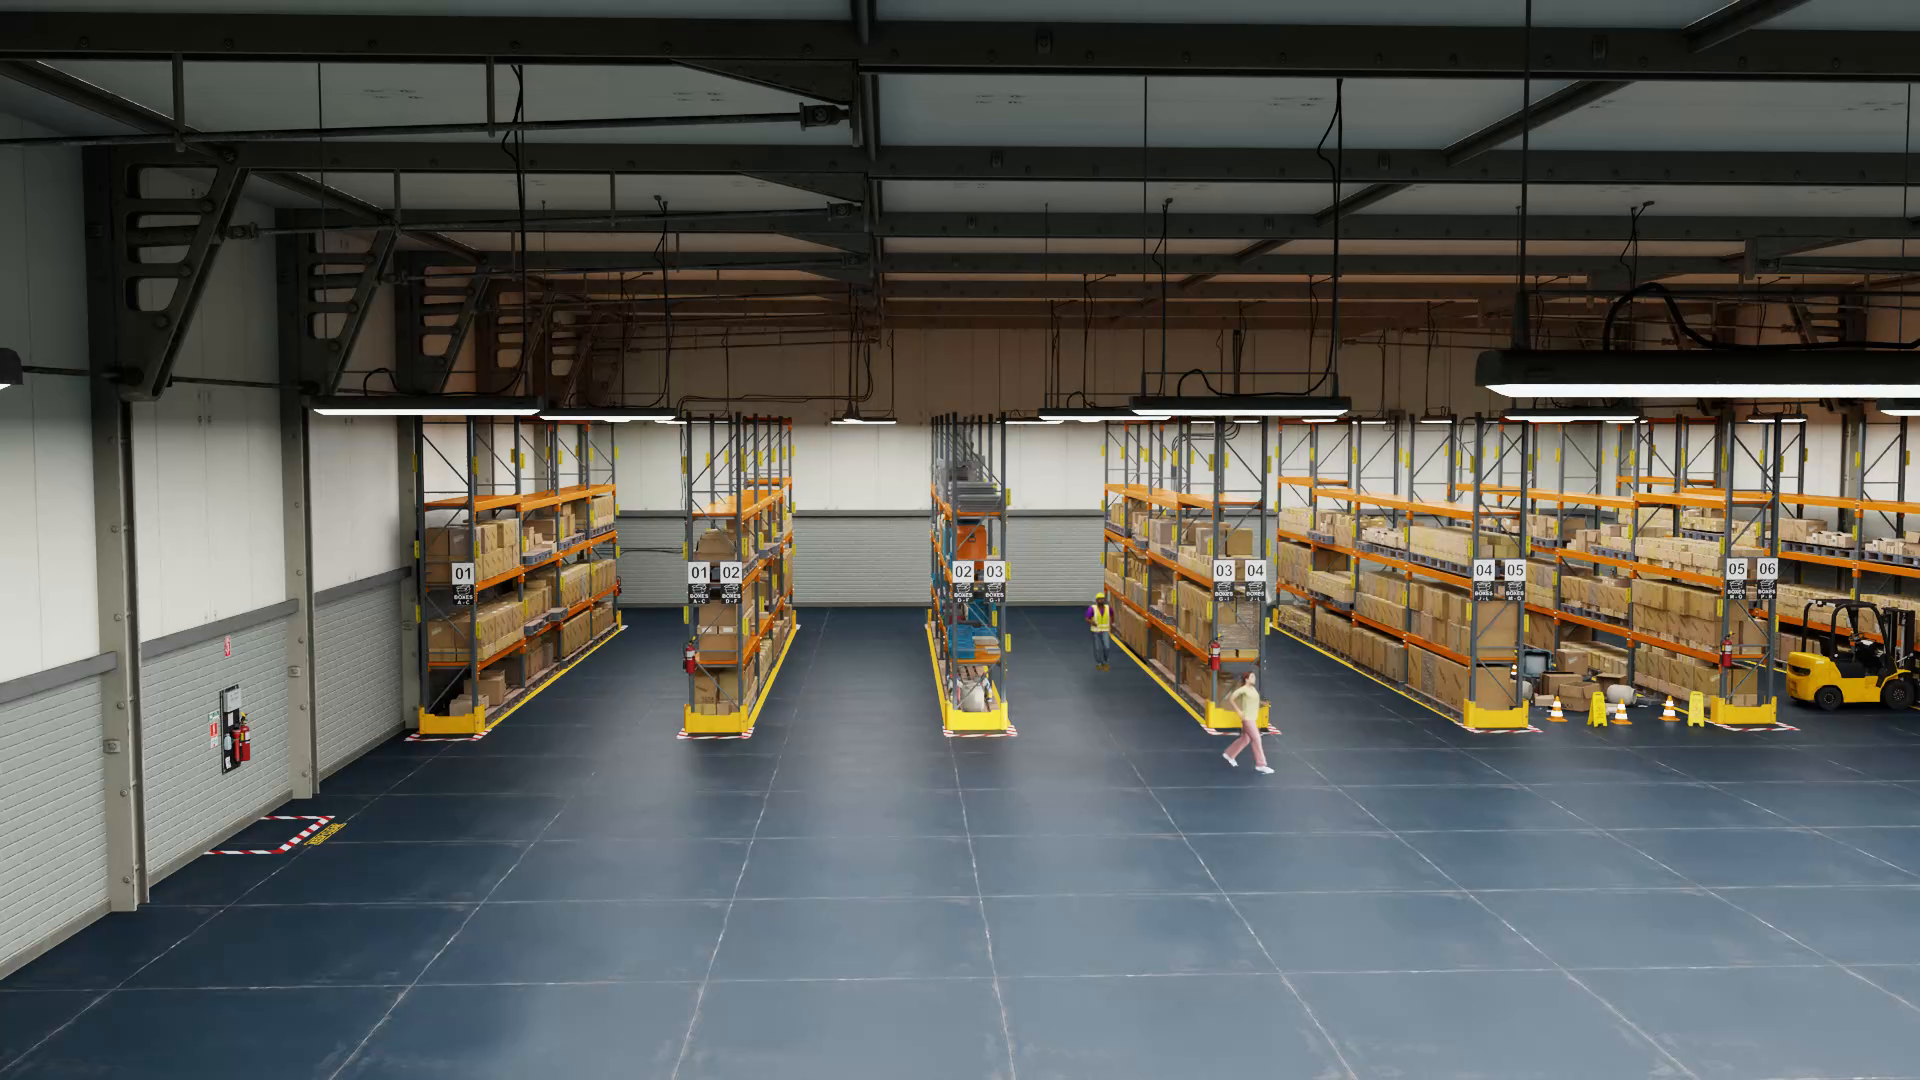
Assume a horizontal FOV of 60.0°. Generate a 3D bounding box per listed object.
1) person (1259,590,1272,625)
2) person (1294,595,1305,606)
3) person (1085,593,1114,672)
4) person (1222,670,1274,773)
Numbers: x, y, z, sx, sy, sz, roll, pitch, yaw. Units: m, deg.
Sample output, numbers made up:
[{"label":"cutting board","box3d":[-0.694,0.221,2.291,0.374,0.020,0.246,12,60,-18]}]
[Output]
[{"label":"person","box3d":[8.039,1.868,44.527,0.611,1.691,0.757,0,4,5]},{"label":"person","box3d":[10.087,1.594,49.018,0.638,1.620,0.575,0,4,4]},{"label":"person","box3d":[3.121,2.055,36.964,0.685,1.765,0.694,0,4,-3]},{"label":"person","box3d":[4.783,2.981,27.550,0.947,1.663,0.577,2,5,32]}]
